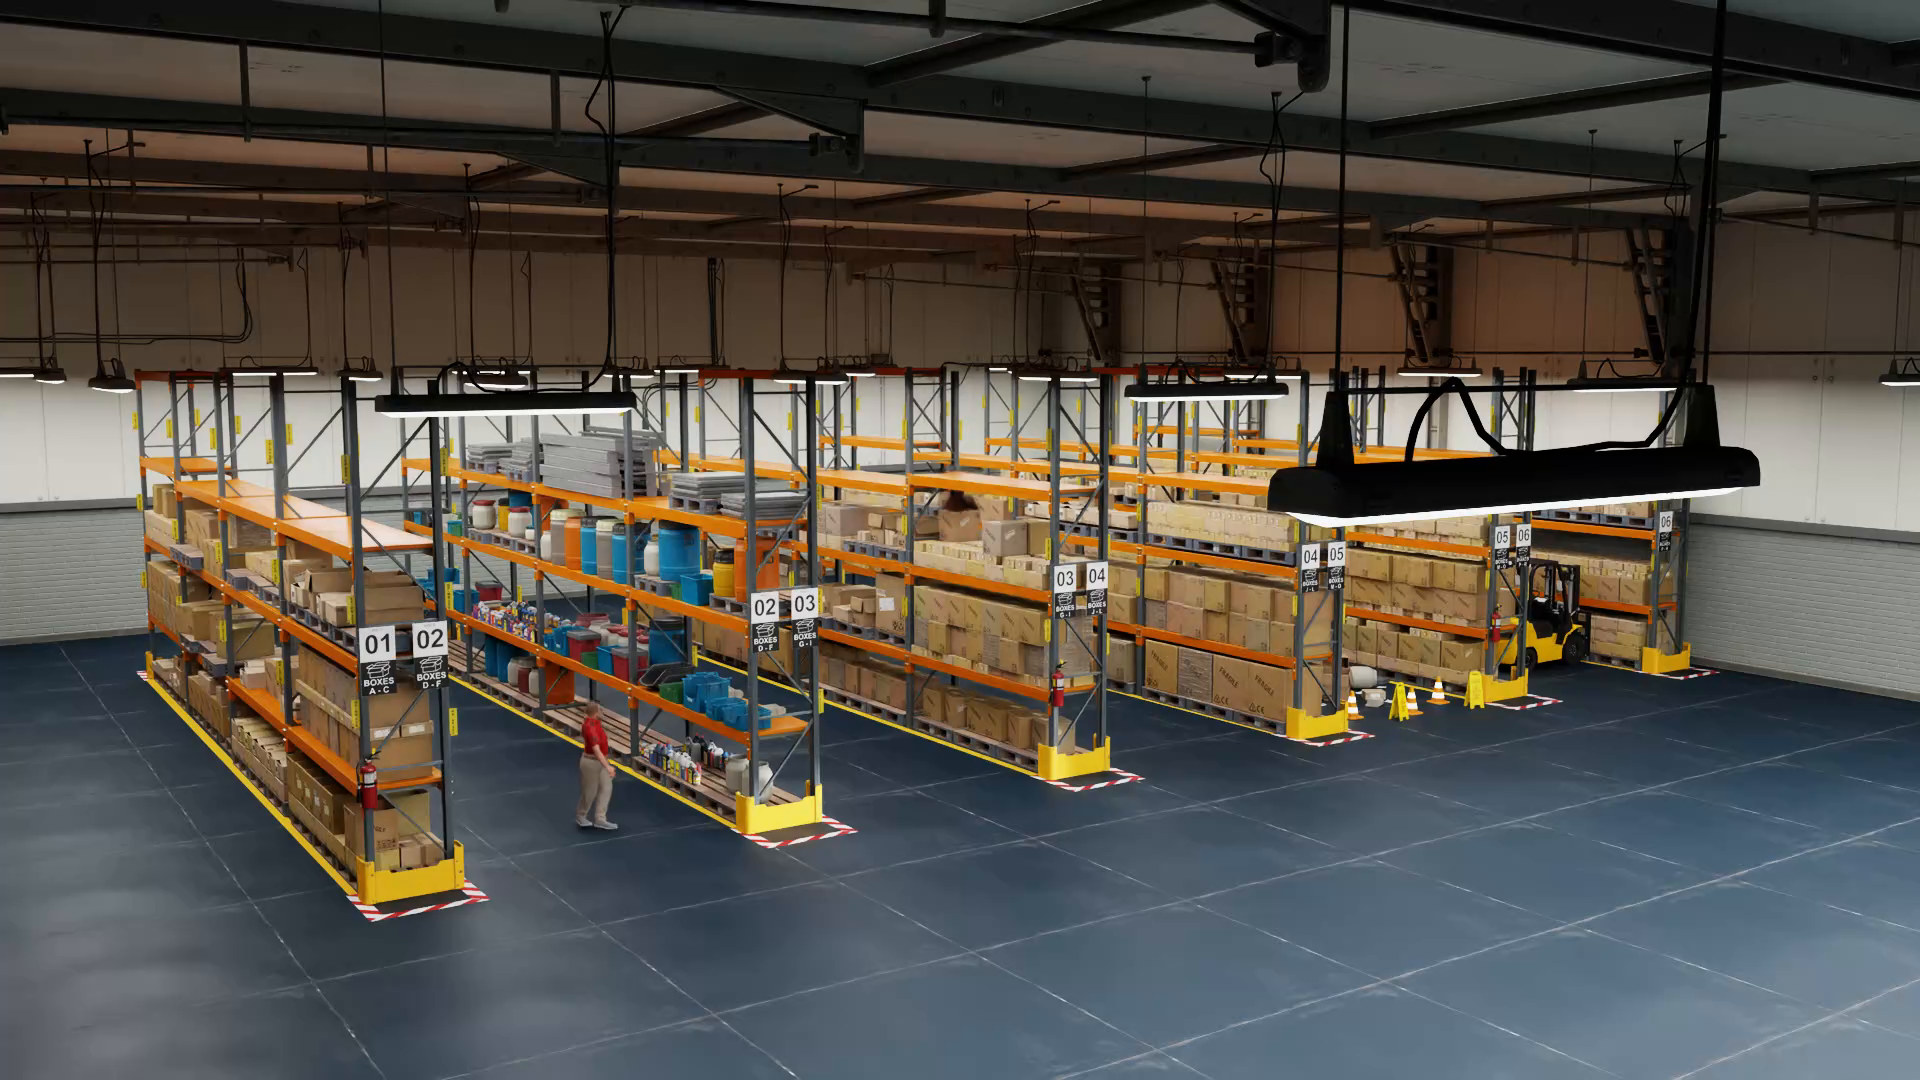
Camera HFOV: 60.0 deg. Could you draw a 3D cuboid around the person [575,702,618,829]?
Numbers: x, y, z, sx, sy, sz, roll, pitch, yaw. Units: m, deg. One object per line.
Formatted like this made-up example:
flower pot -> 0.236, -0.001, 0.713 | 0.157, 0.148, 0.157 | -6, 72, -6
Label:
person -> -4.837, 3.010, 22.093 | 0.712, 1.724, 0.526 | 1, 7, 11
